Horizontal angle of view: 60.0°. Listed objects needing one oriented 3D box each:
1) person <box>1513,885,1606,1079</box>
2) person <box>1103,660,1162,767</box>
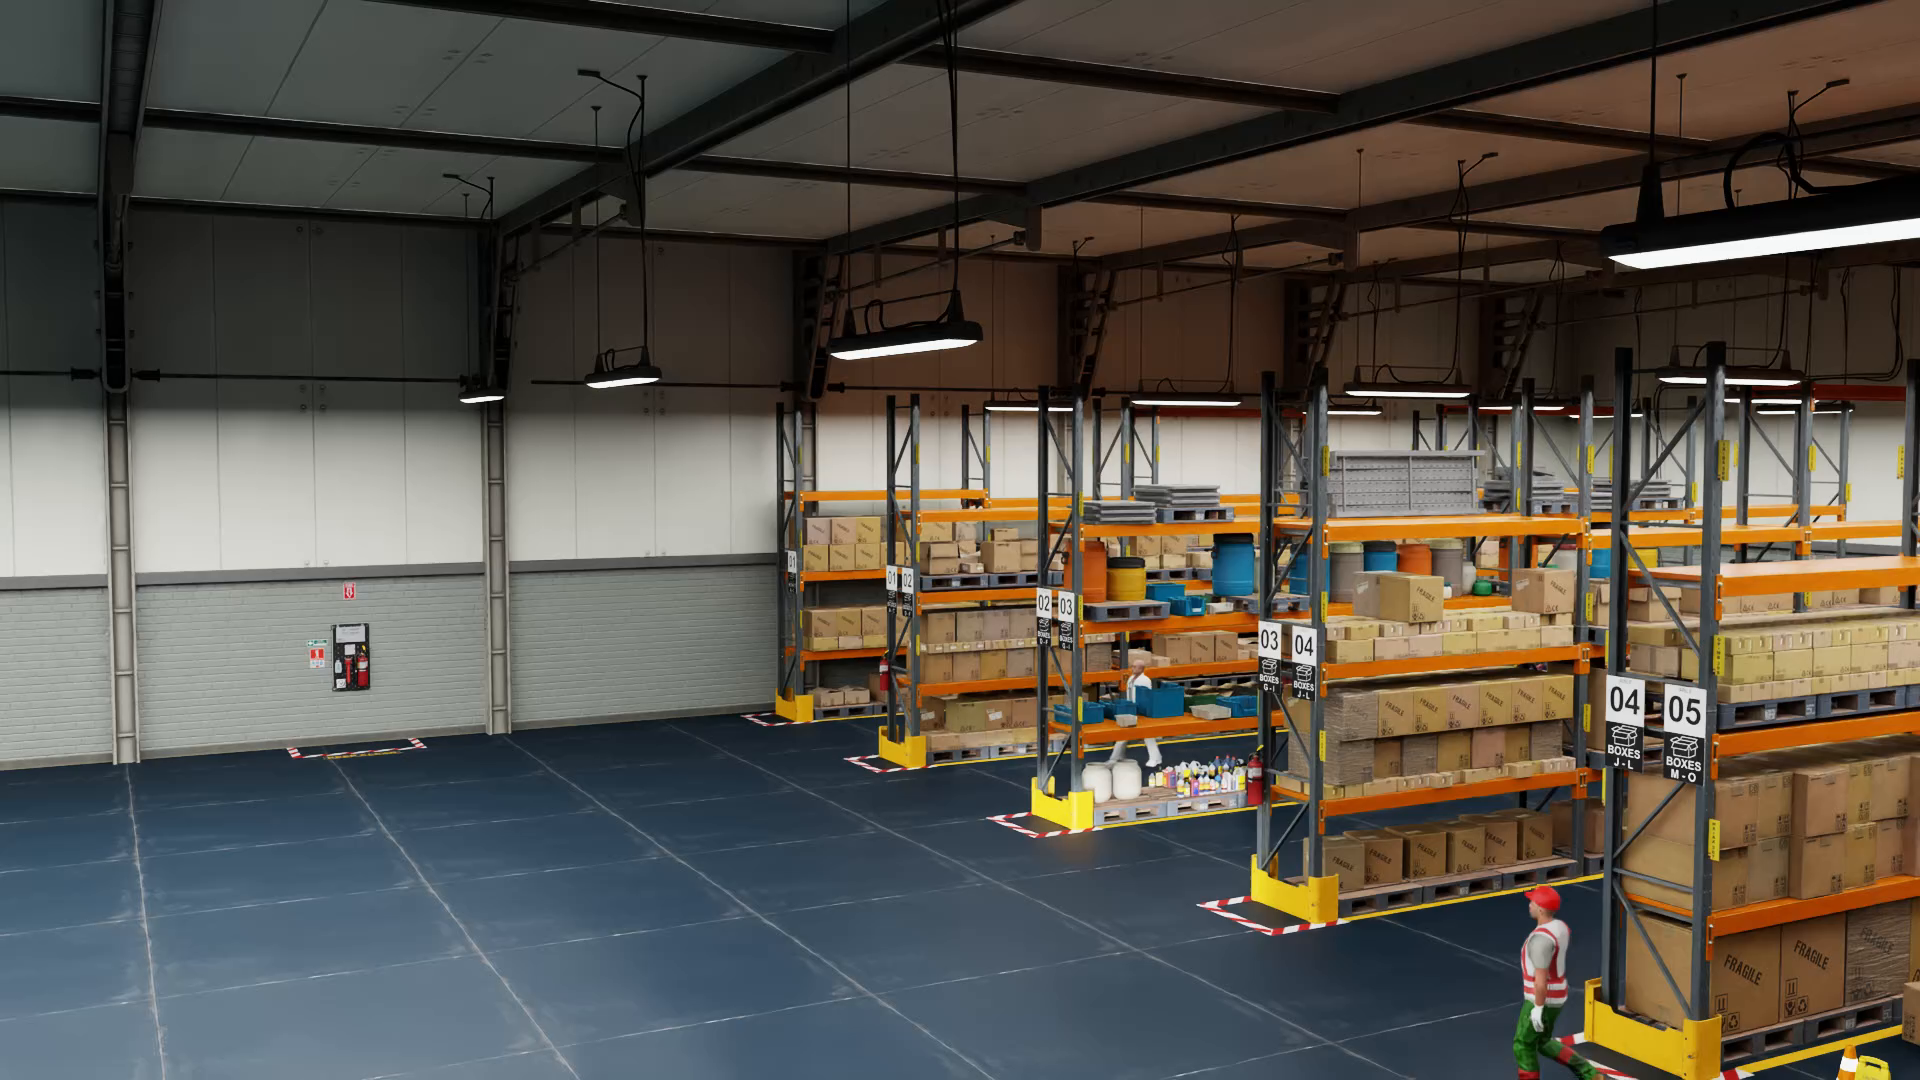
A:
[{"bbox_3d":[4.556,3.540,12.790,0.777,1.773,0.557,2,4,26],"label":"person"},{"bbox_3d":[2.765,2.875,26.527,1.074,1.519,0.595,-2,4,-33],"label":"person"}]
